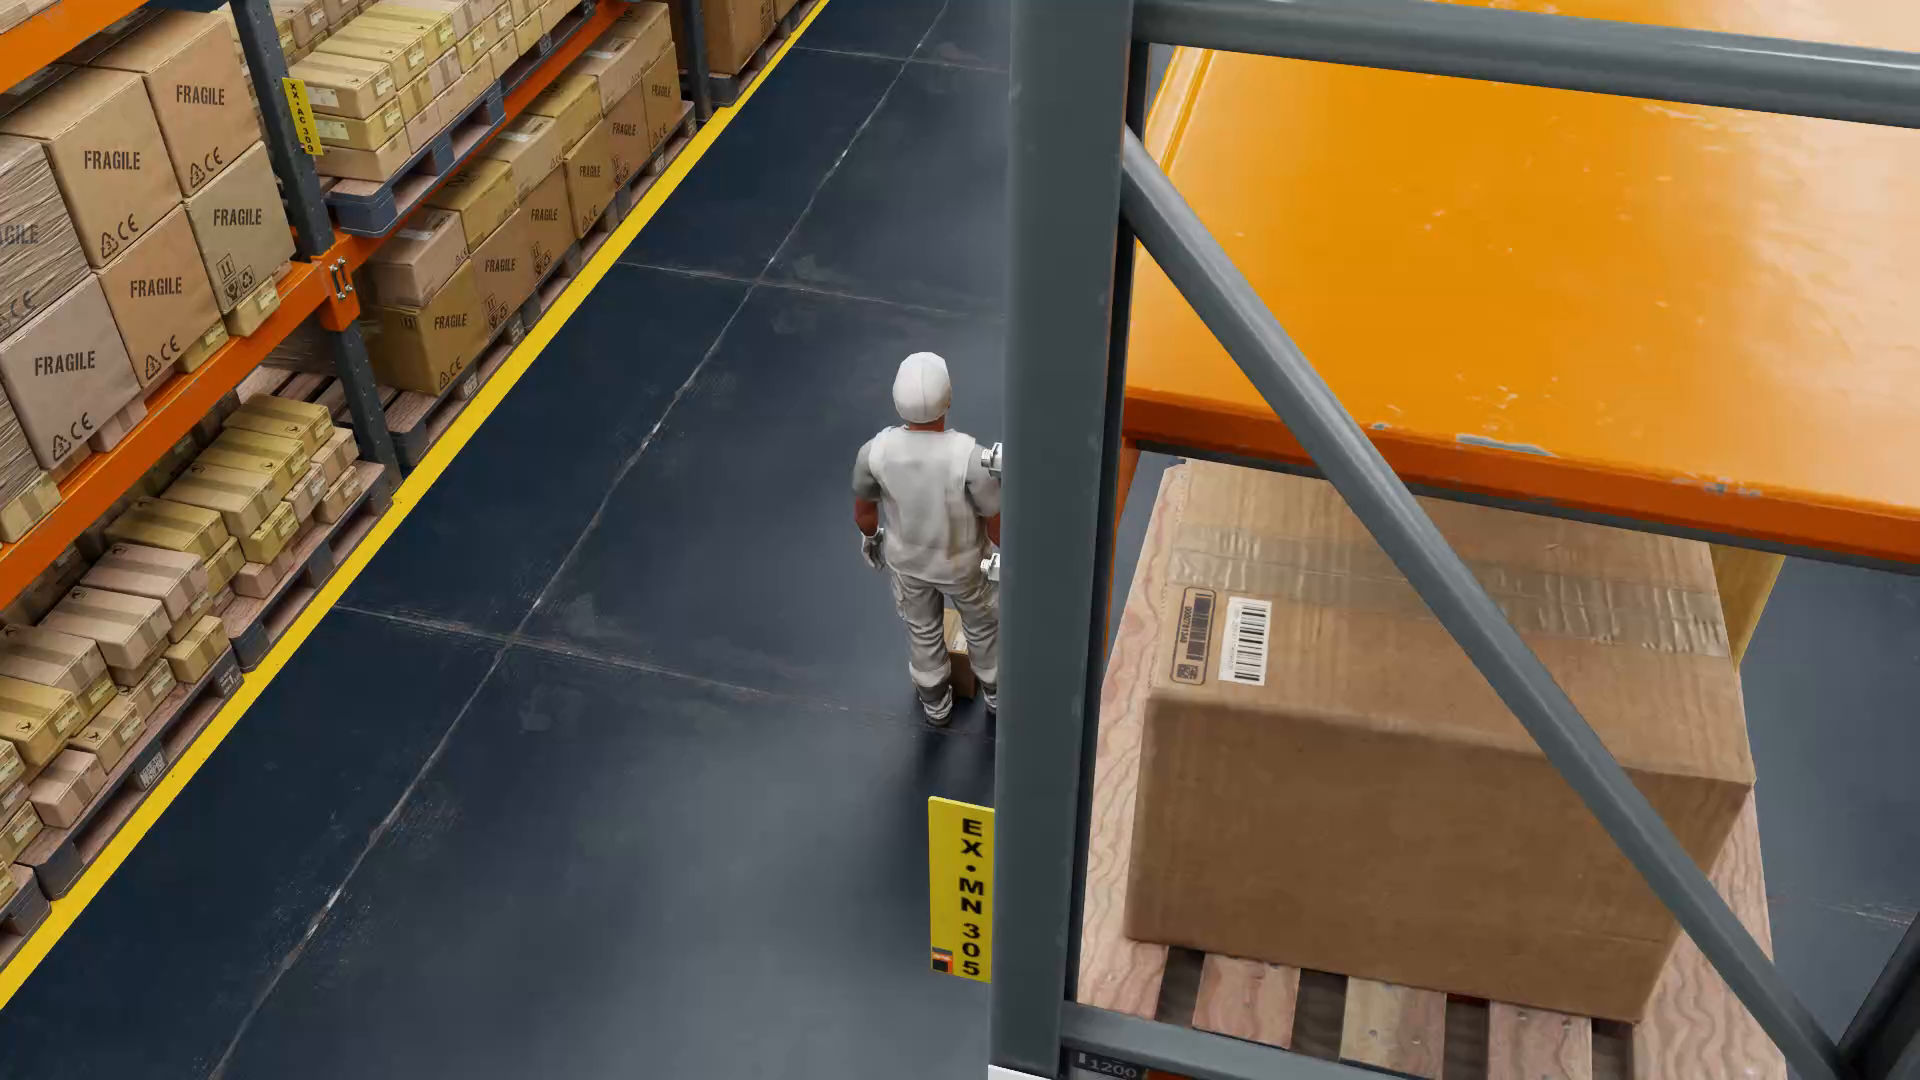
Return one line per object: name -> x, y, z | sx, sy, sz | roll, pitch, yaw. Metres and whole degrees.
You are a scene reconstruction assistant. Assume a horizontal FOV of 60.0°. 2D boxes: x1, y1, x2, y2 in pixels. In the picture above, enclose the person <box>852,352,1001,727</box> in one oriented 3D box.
person -> -0.051, 0.005, 6.286 | 0.638, 1.787, 0.564 | 10, 42, 11
